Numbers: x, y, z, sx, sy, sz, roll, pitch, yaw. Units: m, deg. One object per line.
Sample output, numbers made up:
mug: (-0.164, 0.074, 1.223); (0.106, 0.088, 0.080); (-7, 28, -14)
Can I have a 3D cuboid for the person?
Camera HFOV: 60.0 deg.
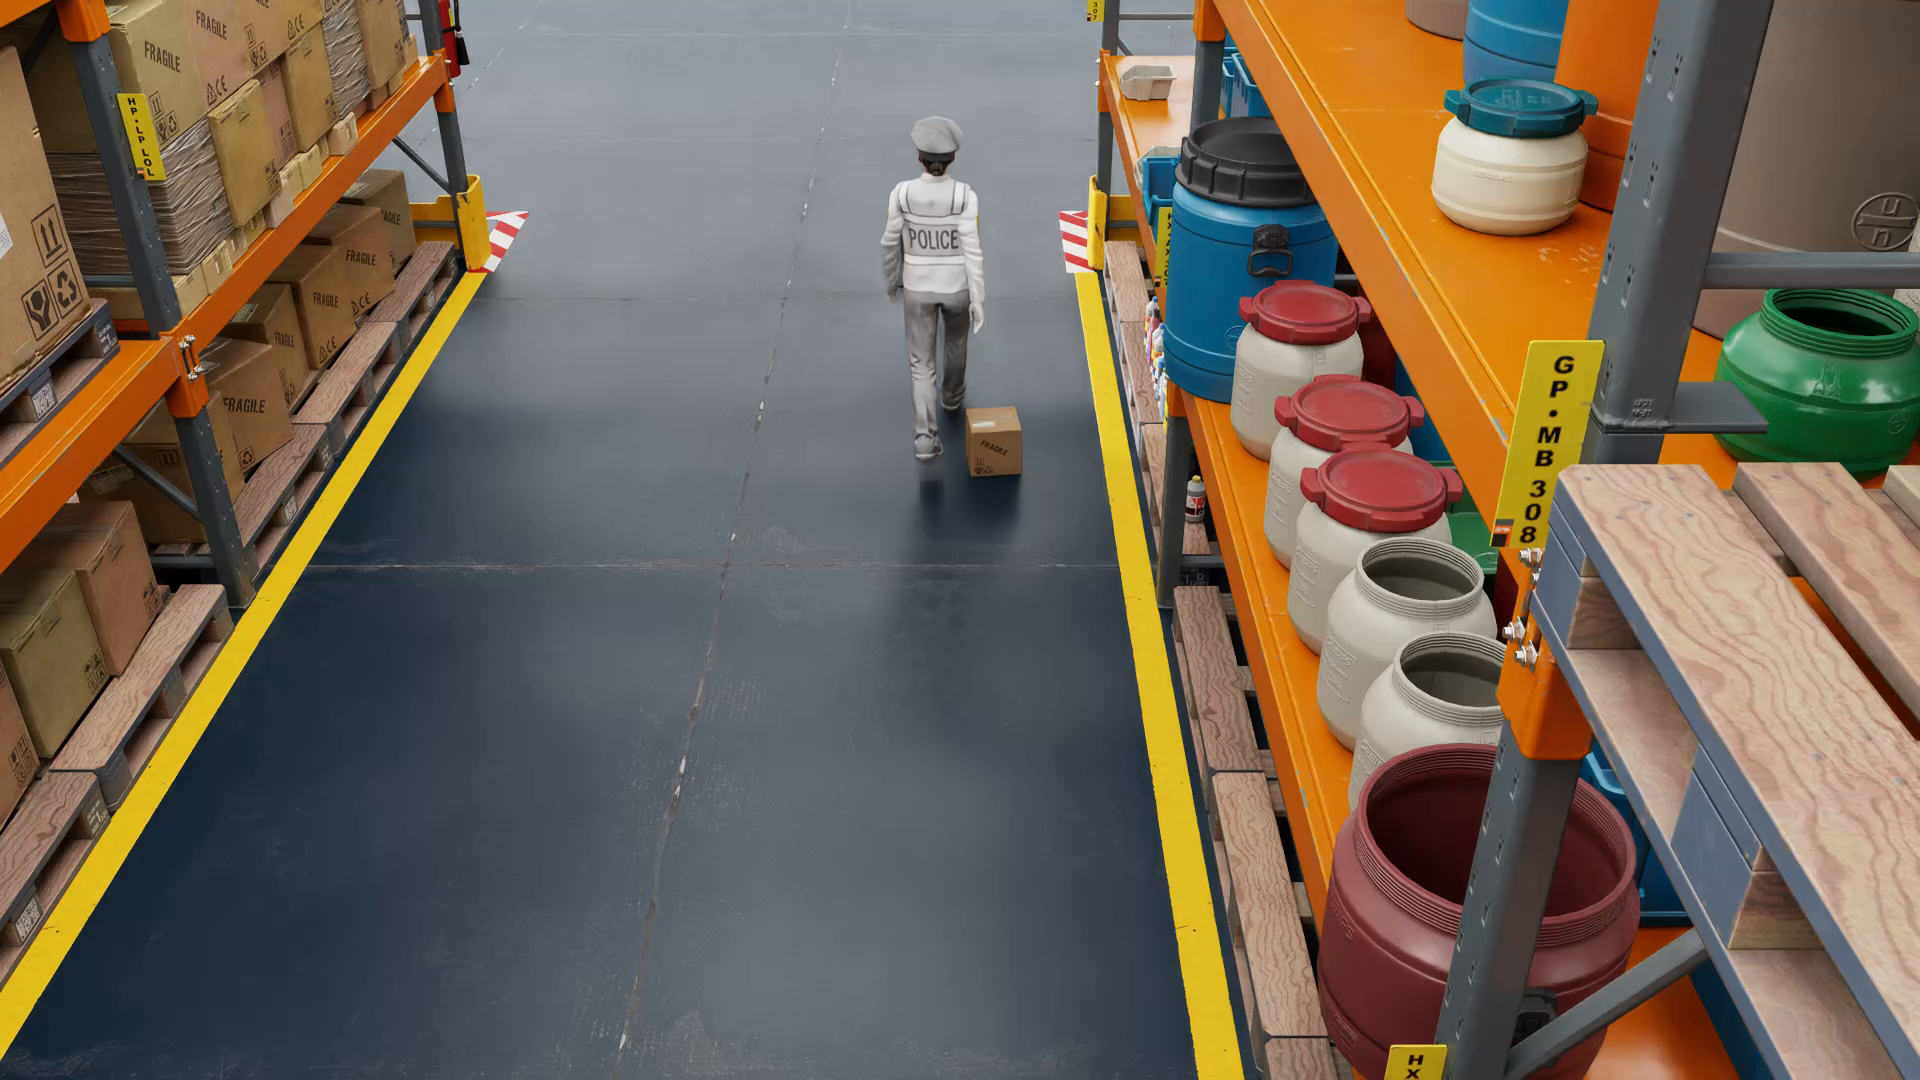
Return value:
person: (-0.135, -1.246, 8.139); (0.513, 1.625, 1.034); (0, 32, 1)
